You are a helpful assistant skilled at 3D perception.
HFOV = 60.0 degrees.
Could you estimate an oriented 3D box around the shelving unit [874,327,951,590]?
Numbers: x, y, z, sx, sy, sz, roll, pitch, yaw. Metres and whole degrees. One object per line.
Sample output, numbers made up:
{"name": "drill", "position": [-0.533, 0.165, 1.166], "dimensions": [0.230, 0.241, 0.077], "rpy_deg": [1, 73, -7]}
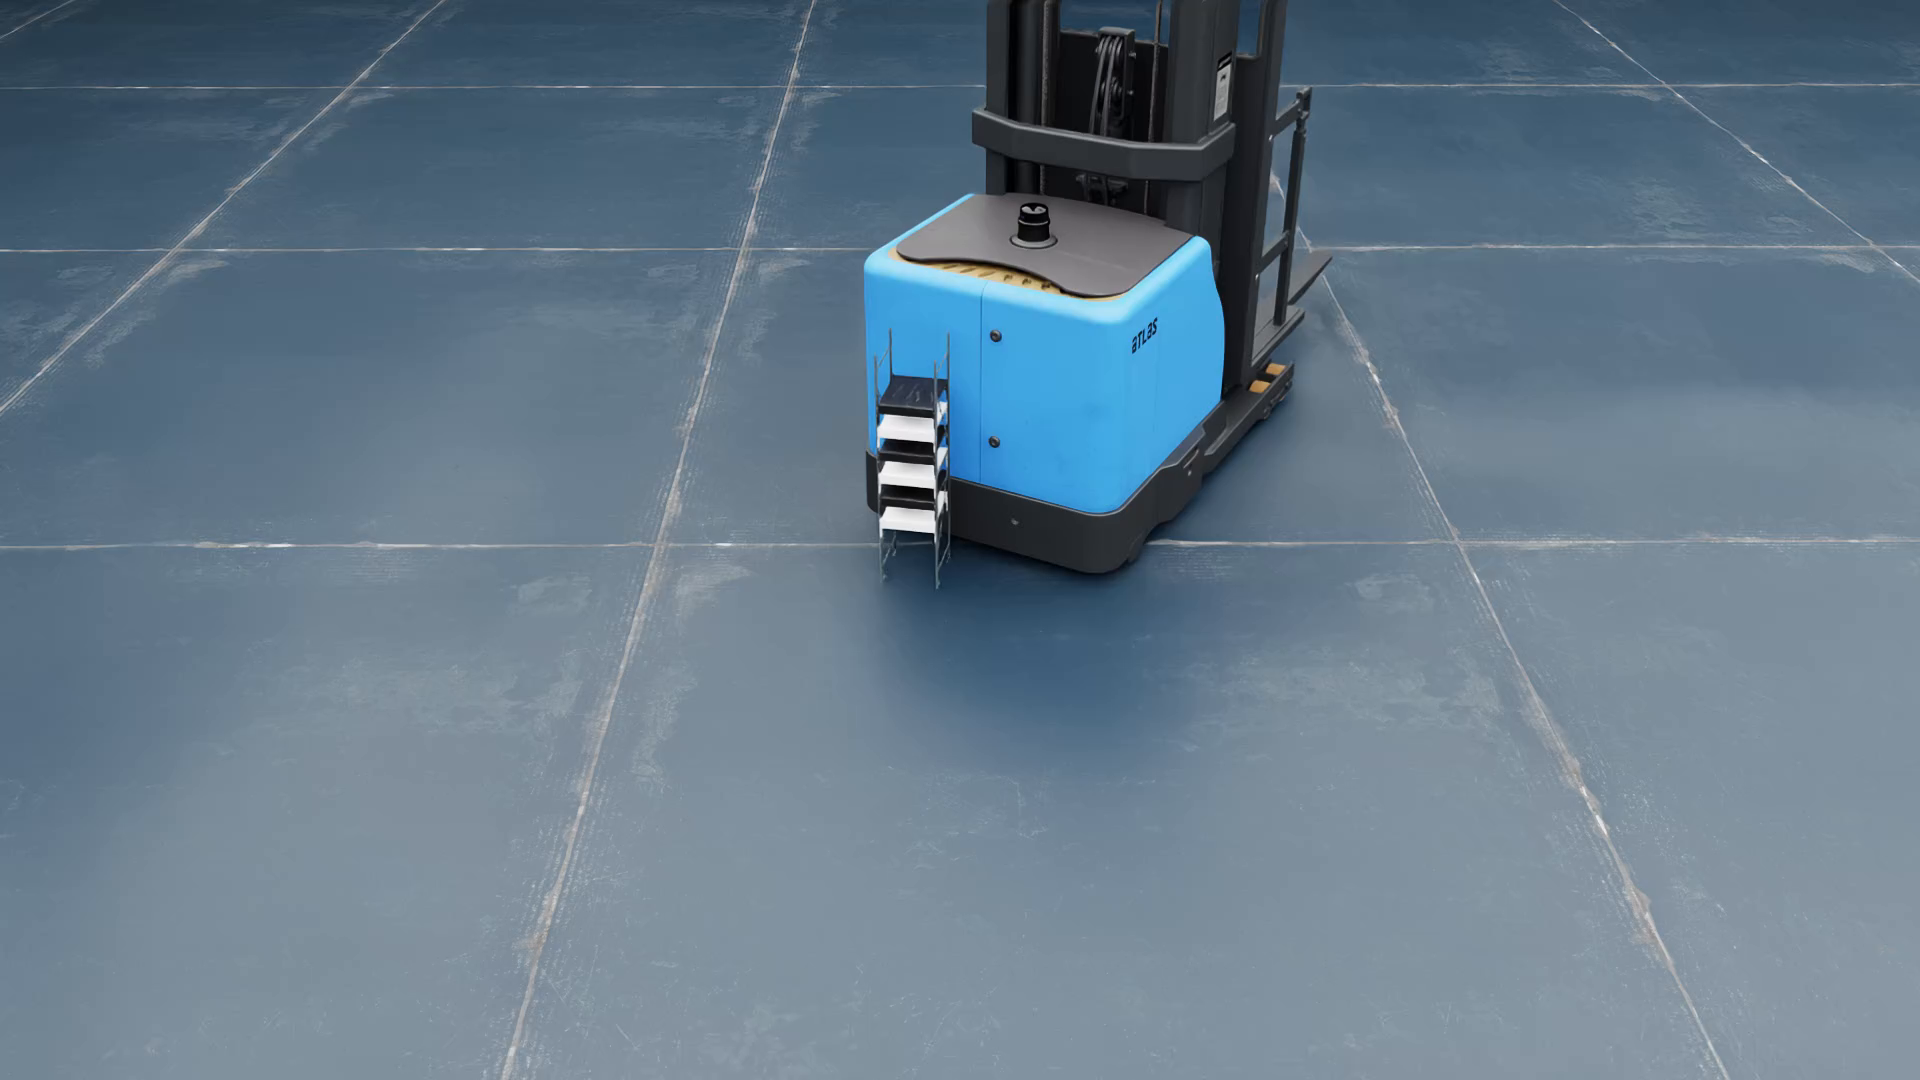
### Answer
{"name": "shelving unit", "position": [-0.161, -0.277, 5.839], "dimensions": [0.210, 0.900, 0.258], "rpy_deg": [6, 32, 9]}

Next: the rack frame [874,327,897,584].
{"name": "rack frame", "position": [-0.260, -0.287, 5.855], "dimensions": [0.006, 0.900, 0.240], "rpy_deg": [6, 32, 9]}

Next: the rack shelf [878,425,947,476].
{"name": "rack shelf", "position": [-0.161, -0.325, 5.810], "dimensions": [0.200, 0.077, 0.258], "rpy_deg": [6, 32, 9]}

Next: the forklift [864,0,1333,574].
{"name": "forklift", "position": [0.799, -1.870, 6.507], "dimensions": [1.130, 2.935, 3.031], "rpy_deg": [16, 35, 24]}

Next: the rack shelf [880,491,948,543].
{"name": "rack shelf", "position": [-0.161, -0.095, 5.950], "dimensions": [0.200, 0.077, 0.258], "rpy_deg": [6, 32, 9]}

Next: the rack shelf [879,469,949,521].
{"name": "rack shelf", "position": [-0.161, -0.172, 5.903], "dimensions": [0.200, 0.077, 0.258], "rpy_deg": [6, 32, 9]}

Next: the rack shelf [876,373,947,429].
{"name": "rack shelf", "position": [-0.161, -0.479, 5.716], "dimensions": [0.200, 0.077, 0.258], "rpy_deg": [6, 32, 9]}

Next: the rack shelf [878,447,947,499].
{"name": "rack shelf", "position": [-0.161, -0.248, 5.856], "dimensions": [0.200, 0.077, 0.258], "rpy_deg": [6, 32, 9]}

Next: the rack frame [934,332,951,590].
{"name": "rack frame", "position": [-0.061, -0.267, 5.823], "dimensions": [0.006, 0.900, 0.240], "rpy_deg": [6, 32, 9]}

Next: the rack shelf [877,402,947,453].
{"name": "rack shelf", "position": [-0.161, -0.402, 5.763], "dimensions": [0.200, 0.077, 0.258], "rpy_deg": [6, 32, 9]}
